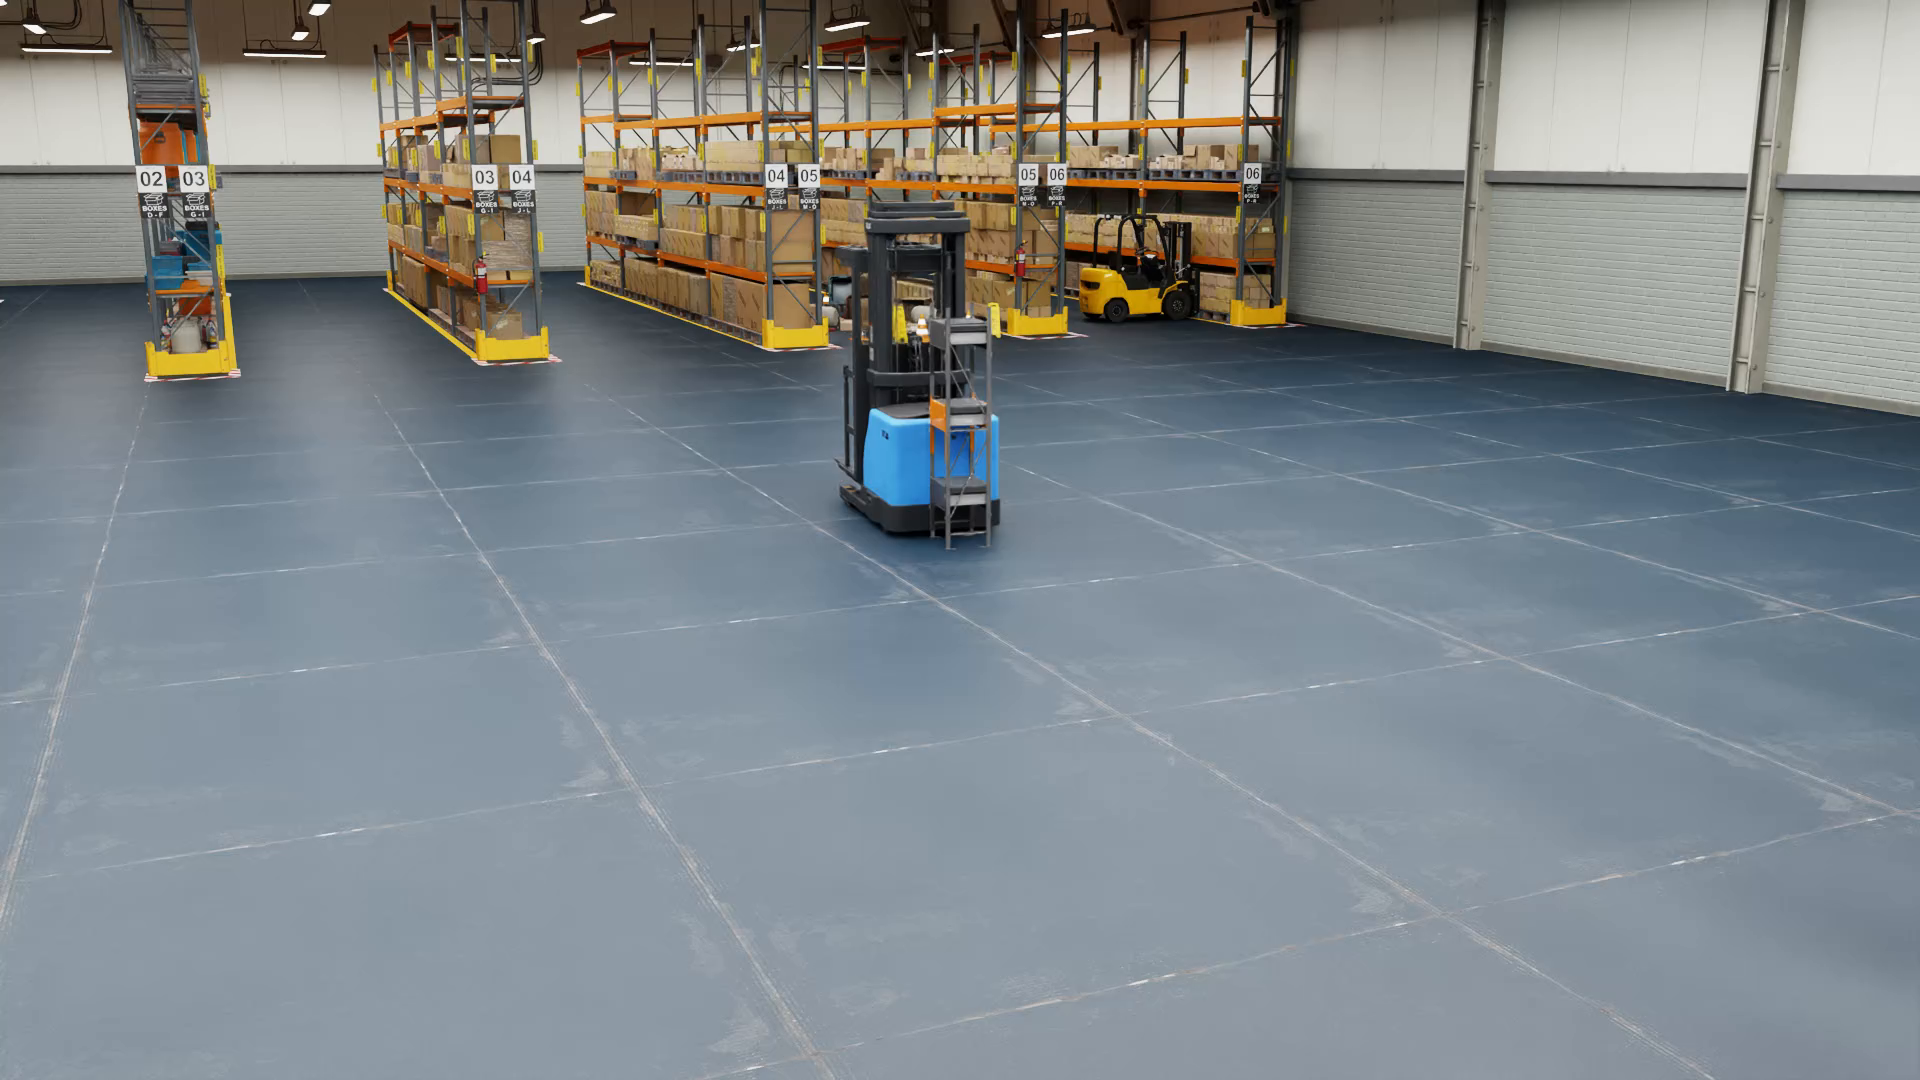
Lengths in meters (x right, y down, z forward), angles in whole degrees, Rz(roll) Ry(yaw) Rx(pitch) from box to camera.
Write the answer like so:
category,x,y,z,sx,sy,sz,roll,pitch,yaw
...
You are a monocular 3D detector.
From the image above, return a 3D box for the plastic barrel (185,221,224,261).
category,x,y,z,sx,sy,sz,roll,pitch,yaw
plastic barrel,-13.572,-5.267,29.865,0.600,0.901,0.708,-6,14,-23

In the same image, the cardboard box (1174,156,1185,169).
category,x,y,z,sx,sy,sz,roll,pitch,yaw
cardboard box,4.786,-8.023,35.374,0.396,0.266,0.258,-6,14,-24

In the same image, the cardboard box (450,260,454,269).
category,x,y,z,sx,sy,sz,roll,pitch,yaw
cardboard box,-9.258,-5.117,30.882,0.380,0.149,0.250,-6,14,-23

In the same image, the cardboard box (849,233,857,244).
category,x,y,z,sx,sy,sz,roll,pitch,yaw
cardboard box,-2.338,-7.197,39.646,0.500,0.250,0.500,-5,14,-22

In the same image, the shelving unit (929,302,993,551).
category,x,y,z,sx,sy,sz,roll,pitch,yaw
shelving unit,0.002,-0.995,14.514,0.431,2.100,0.503,-4,14,-17

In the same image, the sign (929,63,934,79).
category,x,y,z,sx,sy,sz,roll,pitch,yaw
sign,-0.583,-9.662,34.237,0.100,0.325,0.005,-6,14,-23

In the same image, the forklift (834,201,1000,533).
category,x,y,z,sx,sy,sz,roll,pitch,yaw
forklift,-0.559,-1.781,16.067,1.130,2.935,3.031,-4,14,-17

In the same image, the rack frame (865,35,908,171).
category,x,y,z,sx,sy,sz,roll,pitch,yaw
rack frame,-1.679,-10.008,38.153,1.000,3.000,0.127,-6,14,-23

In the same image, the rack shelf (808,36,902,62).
category,x,y,z,sx,sy,sz,roll,pitch,yaw
rack shelf,-2.480,-11.690,39.645,1.077,0.370,4.000,-6,14,-23

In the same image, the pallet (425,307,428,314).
category,x,y,z,sx,sy,sz,roll,pitch,yaw
pallet,-11.006,-5.001,36.009,1.003,0.211,1.213,-6,14,-23

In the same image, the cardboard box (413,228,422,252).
category,x,y,z,sx,sy,sz,roll,pitch,yaw
cardboard box,-11.589,-6.529,36.204,0.500,0.500,0.500,-6,14,-25

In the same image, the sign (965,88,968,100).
category,x,y,z,sx,sy,sz,roll,pitch,yaw
sign,0.180,-12.688,47.310,0.100,0.325,0.005,-6,14,-23

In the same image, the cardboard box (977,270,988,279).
category,x,y,z,sx,sy,sz,roll,pitch,yaw
cardboard box,0.556,-5.297,33.169,0.380,0.149,0.250,-5,14,-21

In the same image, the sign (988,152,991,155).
category,x,y,z,sx,sy,sz,roll,pitch,yaw
sign,0.771,-10.023,43.725,0.100,0.325,0.005,-6,14,-23

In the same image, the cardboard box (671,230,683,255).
category,x,y,z,sx,sy,sz,roll,pitch,yaw
cardboard box,-5.833,-6.339,35.387,0.500,0.500,0.500,-6,14,-23

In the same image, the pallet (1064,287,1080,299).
category,x,y,z,sx,sy,sz,roll,pitch,yaw
pallet,3.162,-6.002,40.334,1.003,0.211,1.213,-6,14,-23

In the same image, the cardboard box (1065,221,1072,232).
category,x,y,z,sx,sy,sz,roll,pitch,yaw
cardboard box,2.799,-7.589,40.229,0.500,0.250,0.500,-6,14,-23

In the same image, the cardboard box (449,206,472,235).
category,x,y,z,sx,sy,sz,roll,pitch,yaw
cardboard box,-9.008,-5.825,30.287,0.500,0.500,0.500,-6,14,-23

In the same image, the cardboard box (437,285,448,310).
category,x,y,z,sx,sy,sz,roll,pitch,yaw
cardboard box,-10.472,-5.050,34.604,0.700,0.500,0.500,-6,15,-26

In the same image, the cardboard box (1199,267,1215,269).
category,x,y,z,sx,sy,sz,roll,pitch,yaw
cardboard box,5.251,-5.766,36.082,0.500,0.250,0.500,-6,14,-23

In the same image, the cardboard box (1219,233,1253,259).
category,x,y,z,sx,sy,sz,roll,pitch,yaw
cardboard box,5.635,-6.008,33.954,0.500,0.500,0.500,-6,14,-24

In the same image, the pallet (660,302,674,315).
category,x,y,z,sx,sy,sz,roll,pitch,yaw
pallet,-5.927,-5.089,36.389,1.003,0.211,1.213,-6,14,-23

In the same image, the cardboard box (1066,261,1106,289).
category,x,y,z,sx,sy,sz,roll,pitch,yaw
cardboard box,3.105,-6.452,40.428,0.875,0.625,0.625,-5,14,-21

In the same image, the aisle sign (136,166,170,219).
category,x,y,z,sx,sy,sz,roll,pitch,yaw
aisle sign,-12.336,-5.314,25.414,0.394,0.787,0.004,-6,14,-23

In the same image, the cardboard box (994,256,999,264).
category,x,y,z,sx,sy,sz,roll,pitch,yaw
cardboard box,0.894,-5.465,32.387,0.380,0.149,0.250,-6,14,-24

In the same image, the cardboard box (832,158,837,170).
category,x,y,z,sx,sy,sz,roll,pitch,yaw
cardboard box,-2.870,-9.103,40.262,0.396,0.266,0.258,-4,14,-18

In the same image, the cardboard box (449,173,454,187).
category,x,y,z,sx,sy,sz,roll,pitch,yaw
cardboard box,-8.805,-6.423,29.650,0.500,0.250,0.500,-6,14,-25

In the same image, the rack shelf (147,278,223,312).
category,x,y,z,sx,sy,sz,roll,pitch,yaw
rack shelf,-12.894,-4.152,27.754,1.077,0.370,4.000,-6,14,-23

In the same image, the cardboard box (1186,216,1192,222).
category,x,y,z,sx,sy,sz,roll,pitch,yaw
cardboard box,5.031,-6.816,35.346,0.380,0.149,0.250,-6,14,-23

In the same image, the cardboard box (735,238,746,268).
category,x,y,z,sx,sy,sz,roll,pitch,yaw
cardboard box,-3.759,-5.454,31.451,0.875,0.550,0.500,-6,14,-23

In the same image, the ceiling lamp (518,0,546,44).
category,x,y,z,sx,sy,sz,roll,pitch,yaw
ceiling lamp,-9.502,-12.859,37.528,0.800,3.185,2.000,-6,14,-23

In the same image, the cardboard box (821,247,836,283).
category,x,y,z,sx,sy,sz,roll,pitch,yaw
cardboard box,-2.959,-6.960,42.070,0.875,0.875,0.875,-5,14,-21

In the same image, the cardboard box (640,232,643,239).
category,x,y,z,sx,sy,sz,roll,pitch,yaw
cardboard box,-6.994,-6.864,37.501,0.380,0.149,0.250,-5,14,-22

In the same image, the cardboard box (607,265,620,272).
category,x,y,z,sx,sy,sz,roll,pitch,yaw
cardboard box,-8.628,-6.807,41.701,0.380,0.149,0.250,-6,14,-26

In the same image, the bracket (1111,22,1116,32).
category,x,y,z,sx,sy,sz,roll,pitch,yaw
bracket,3.724,-12.076,39.107,0.235,0.232,0.430,-6,14,-23

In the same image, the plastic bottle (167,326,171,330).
category,x,y,z,sx,sy,sz,roll,pitch,yaw
plastic bottle,-13.583,-3.531,28.549,0.097,0.271,0.097,0,13,0

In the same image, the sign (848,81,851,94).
category,x,y,z,sx,sy,sz,roll,pitch,yaw
sign,-2.789,-11.379,41.832,0.100,0.325,0.005,-6,14,-23

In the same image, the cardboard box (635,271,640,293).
category,x,y,z,sx,sy,sz,roll,pitch,yaw
cardboard box,-7.287,-6.037,38.915,0.500,0.500,0.500,-5,14,-22

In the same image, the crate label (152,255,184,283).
category,x,y,z,sx,sy,sz,roll,pitch,yaw
crate label,-13.078,-4.463,27.421,0.502,0.435,0.616,-6,14,-23

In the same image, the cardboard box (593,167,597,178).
category,x,y,z,sx,sy,sz,roll,pitch,yaw
cardboard box,-9.008,-9.328,42.200,0.500,0.250,0.500,-6,14,-25

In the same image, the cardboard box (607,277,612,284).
category,x,y,z,sx,sy,sz,roll,pitch,yaw
cardboard box,-8.660,-6.523,41.793,0.380,0.149,0.250,-6,14,-23

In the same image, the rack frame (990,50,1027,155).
category,x,y,z,sx,sy,sz,roll,pitch,yaw
rack frame,1.265,-11.283,43.664,1.000,3.000,0.127,-6,14,-23

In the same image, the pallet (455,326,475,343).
category,x,y,z,sx,sy,sz,roll,pitch,yaw
pallet,-8.855,-3.869,31.120,1.003,0.211,1.213,-6,14,-23

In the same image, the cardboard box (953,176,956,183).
category,x,y,z,sx,sy,sz,roll,pitch,yaw
cardboard box,0.078,-7.411,34.141,0.380,0.149,0.250,-6,14,-23

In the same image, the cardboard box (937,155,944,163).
category,x,y,z,sx,sy,sz,roll,pitch,yaw
cardboard box,-0.249,-7.891,34.450,0.380,0.149,0.250,-6,14,-24

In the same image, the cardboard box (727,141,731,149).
category,x,y,z,sx,sy,sz,roll,pitch,yaw
cardboard box,-4.128,-7.351,30.963,0.380,0.149,0.250,-6,14,-23

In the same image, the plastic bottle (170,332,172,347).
category,x,y,z,sx,sy,sz,roll,pitch,yaw
plastic bottle,-13.208,-3.385,27.890,0.061,0.283,0.133,-6,14,-23

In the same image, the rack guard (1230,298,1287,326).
category,x,y,z,sx,sy,sz,roll,pitch,yaw
rack guard,6.082,-4.658,33.889,1.175,0.500,0.348,-6,14,-23

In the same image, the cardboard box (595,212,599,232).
category,x,y,z,sx,sy,sz,roll,pitch,yaw
cardboard box,-9.029,-8.135,42.485,0.500,0.500,0.500,-5,14,-22

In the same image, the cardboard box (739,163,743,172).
category,x,y,z,sx,sy,sz,roll,pitch,yaw
cardboard box,-3.821,-6.805,30.371,0.380,0.149,0.250,-6,14,-24

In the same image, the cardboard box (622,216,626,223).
category,x,y,z,sx,sy,sz,roll,pitch,yaw
cardboard box,-7.724,-7.530,39.061,0.380,0.149,0.250,-6,14,-24

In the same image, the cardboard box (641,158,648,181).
category,x,y,z,sx,sy,sz,roll,pitch,yaw
cardboard box,-6.848,-8.324,37.310,0.500,0.500,0.500,-6,14,-23

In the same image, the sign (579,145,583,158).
category,x,y,z,sx,sy,sz,roll,pitch,yaw
sign,-9.876,-10.108,43.300,0.100,0.325,0.005,-6,14,-23

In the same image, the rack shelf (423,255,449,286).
category,x,y,z,sx,sy,sz,roll,pitch,yaw
rack shelf,-9.958,-5.426,33.258,1.077,0.370,4.000,-6,14,-23
